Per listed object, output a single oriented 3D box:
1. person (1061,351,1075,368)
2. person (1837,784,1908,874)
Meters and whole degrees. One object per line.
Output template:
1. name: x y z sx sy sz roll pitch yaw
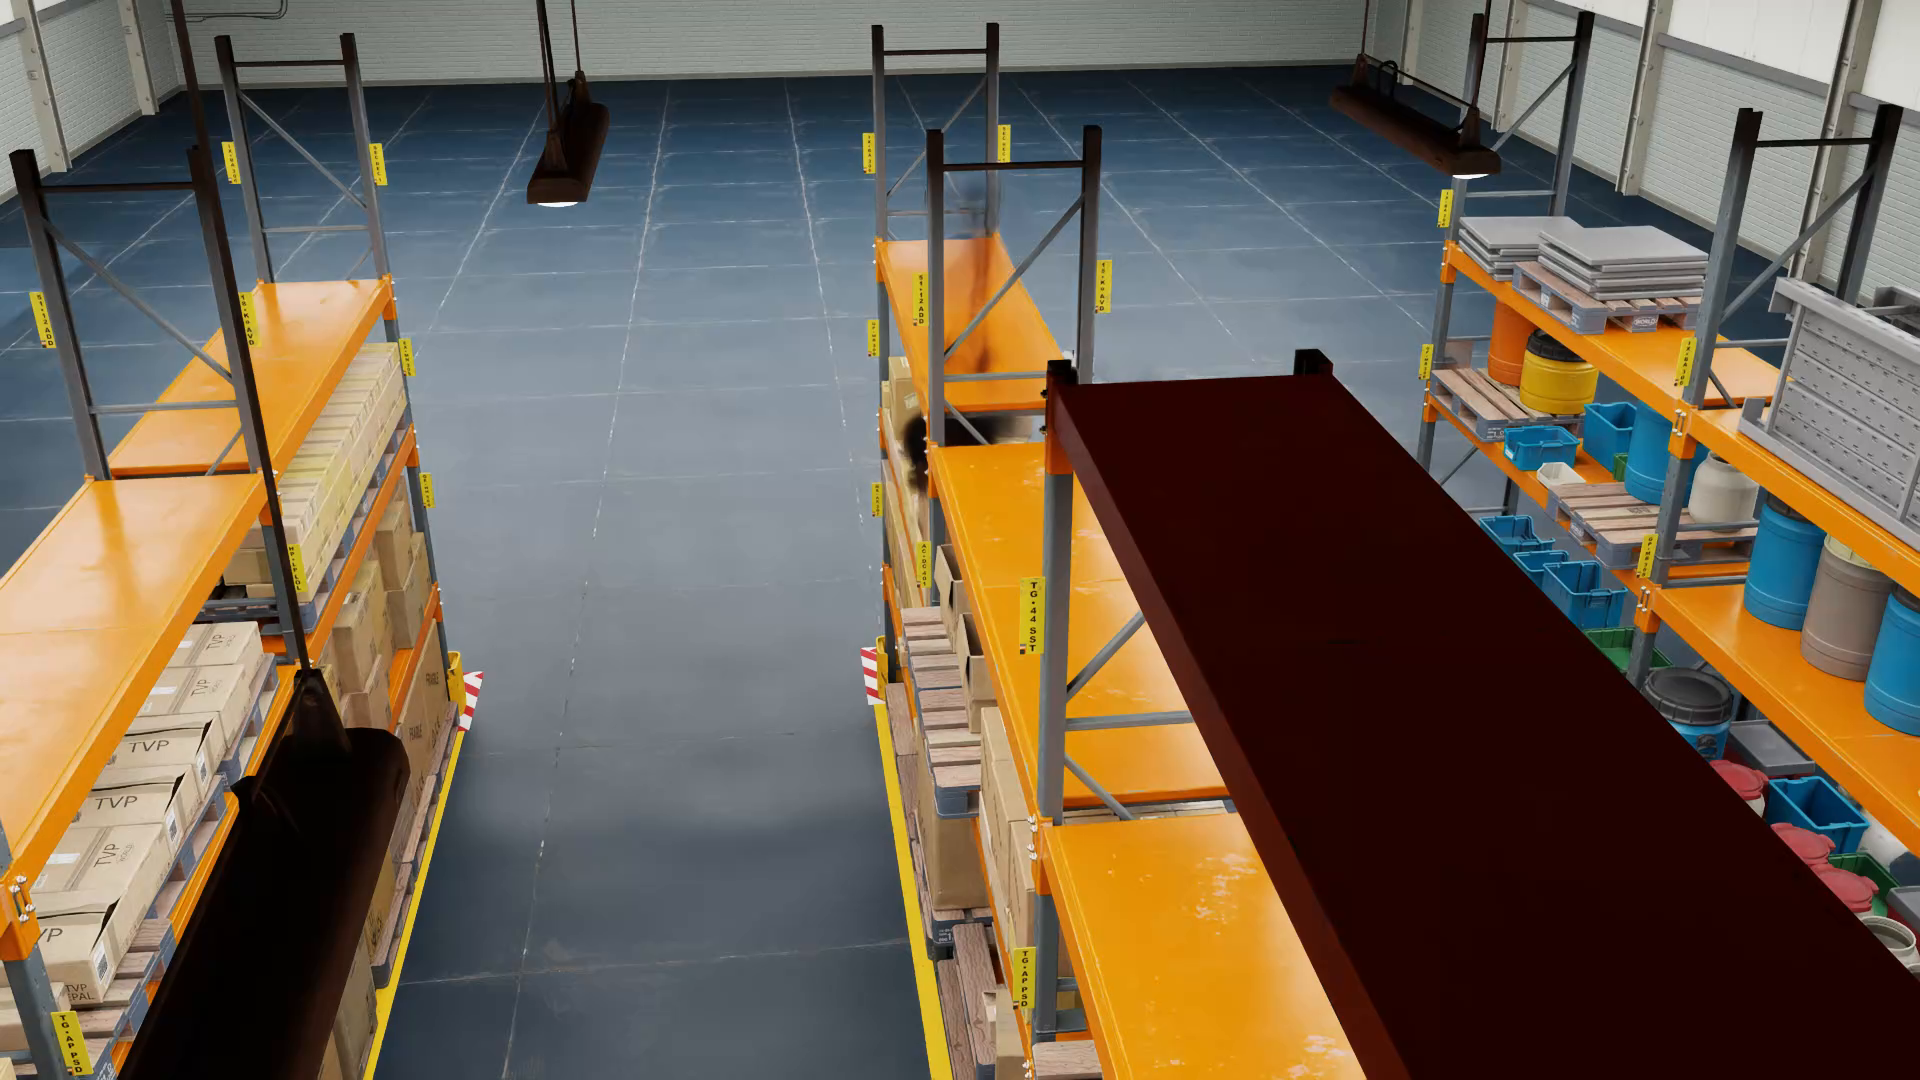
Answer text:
1. person: 1.233 -1.325 19.169 0.950 1.781 0.688 7 26 15
2. person: 6.811 2.109 12.250 0.737 1.599 0.865 0 25 1
